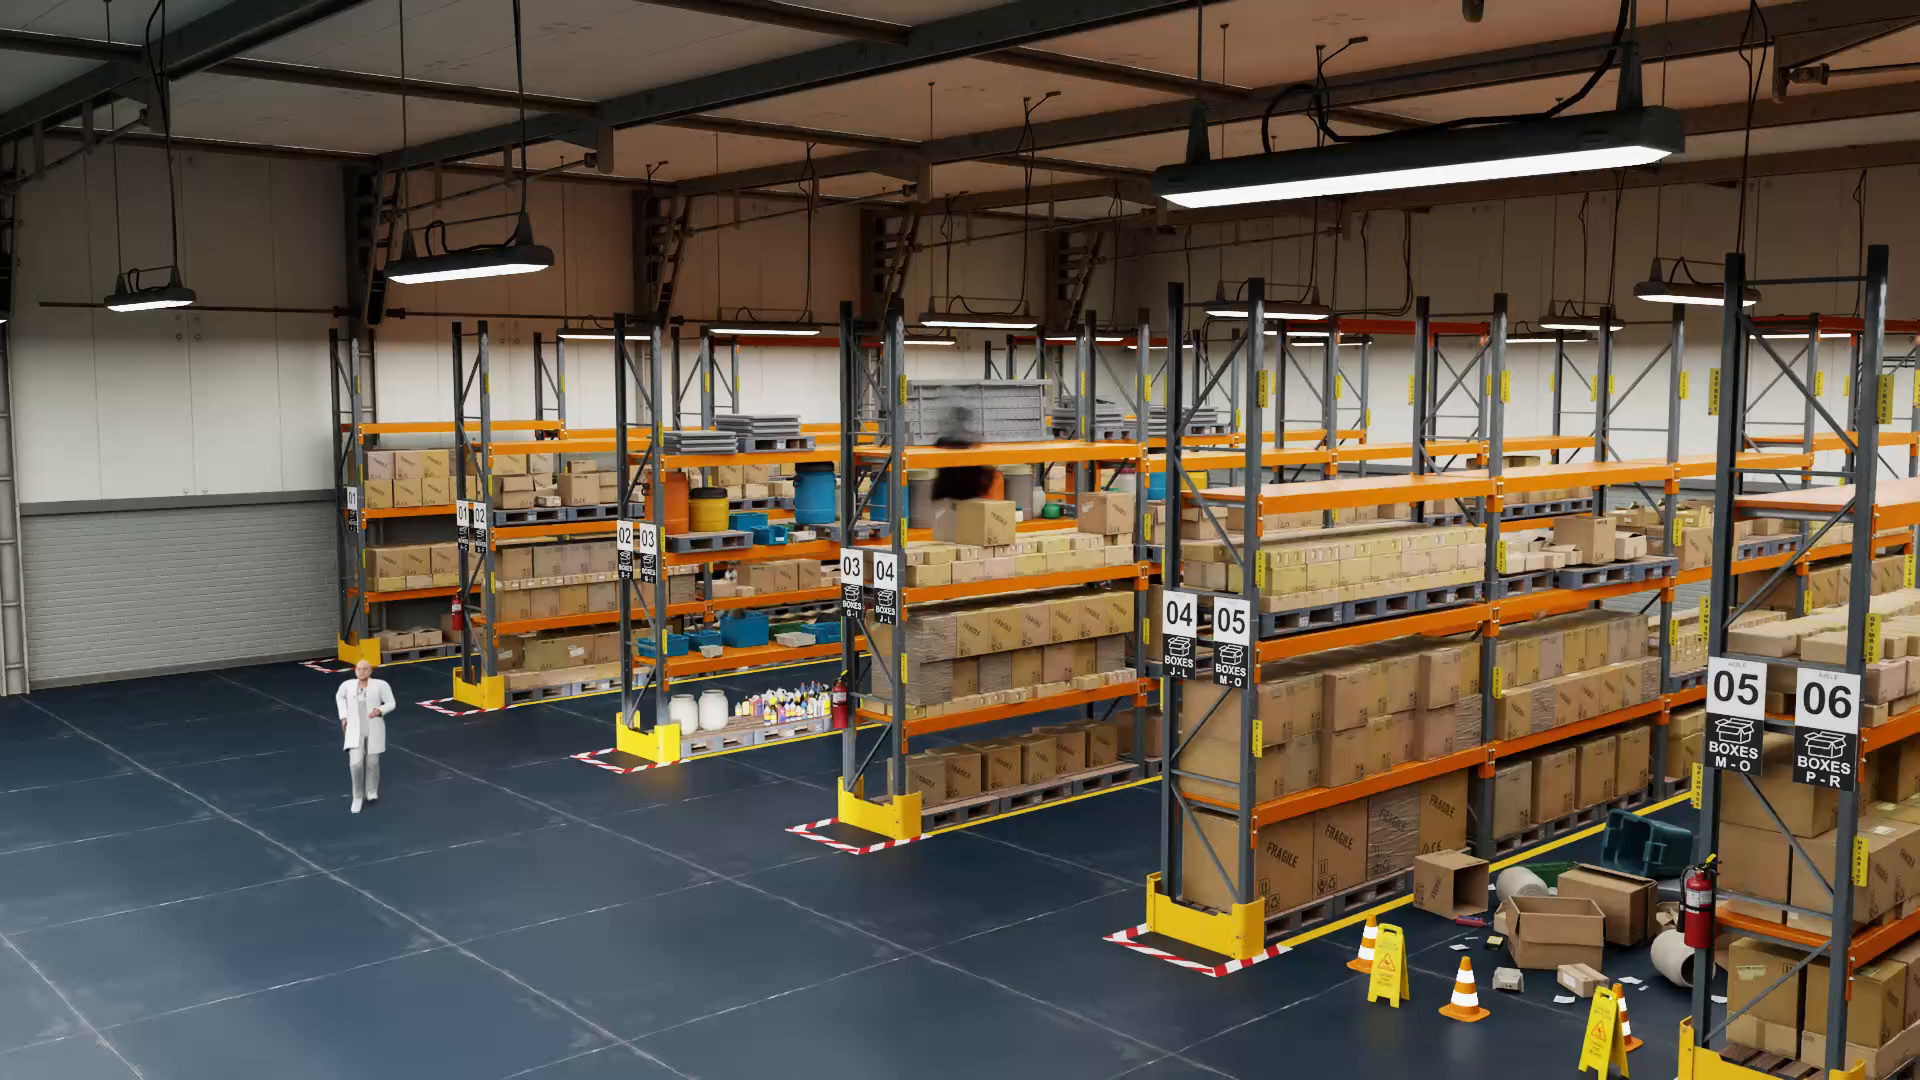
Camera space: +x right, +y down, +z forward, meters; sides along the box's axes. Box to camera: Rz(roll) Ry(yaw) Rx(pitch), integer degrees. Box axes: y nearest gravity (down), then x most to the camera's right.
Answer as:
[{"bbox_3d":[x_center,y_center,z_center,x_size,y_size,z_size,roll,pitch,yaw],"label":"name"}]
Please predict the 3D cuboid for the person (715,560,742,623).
[{"bbox_3d":[-4.385,1.164,31.636,0.635,1.741,0.608,6,8,45],"label":"person"}]

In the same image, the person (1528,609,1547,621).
[{"bbox_3d":[8.748,1.873,25.114,0.709,1.658,0.682,5,7,41],"label":"person"}]

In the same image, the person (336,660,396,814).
[{"bbox_3d":[-7.090,2.335,19.865,0.688,1.835,0.810,-2,6,-17],"label":"person"}]
